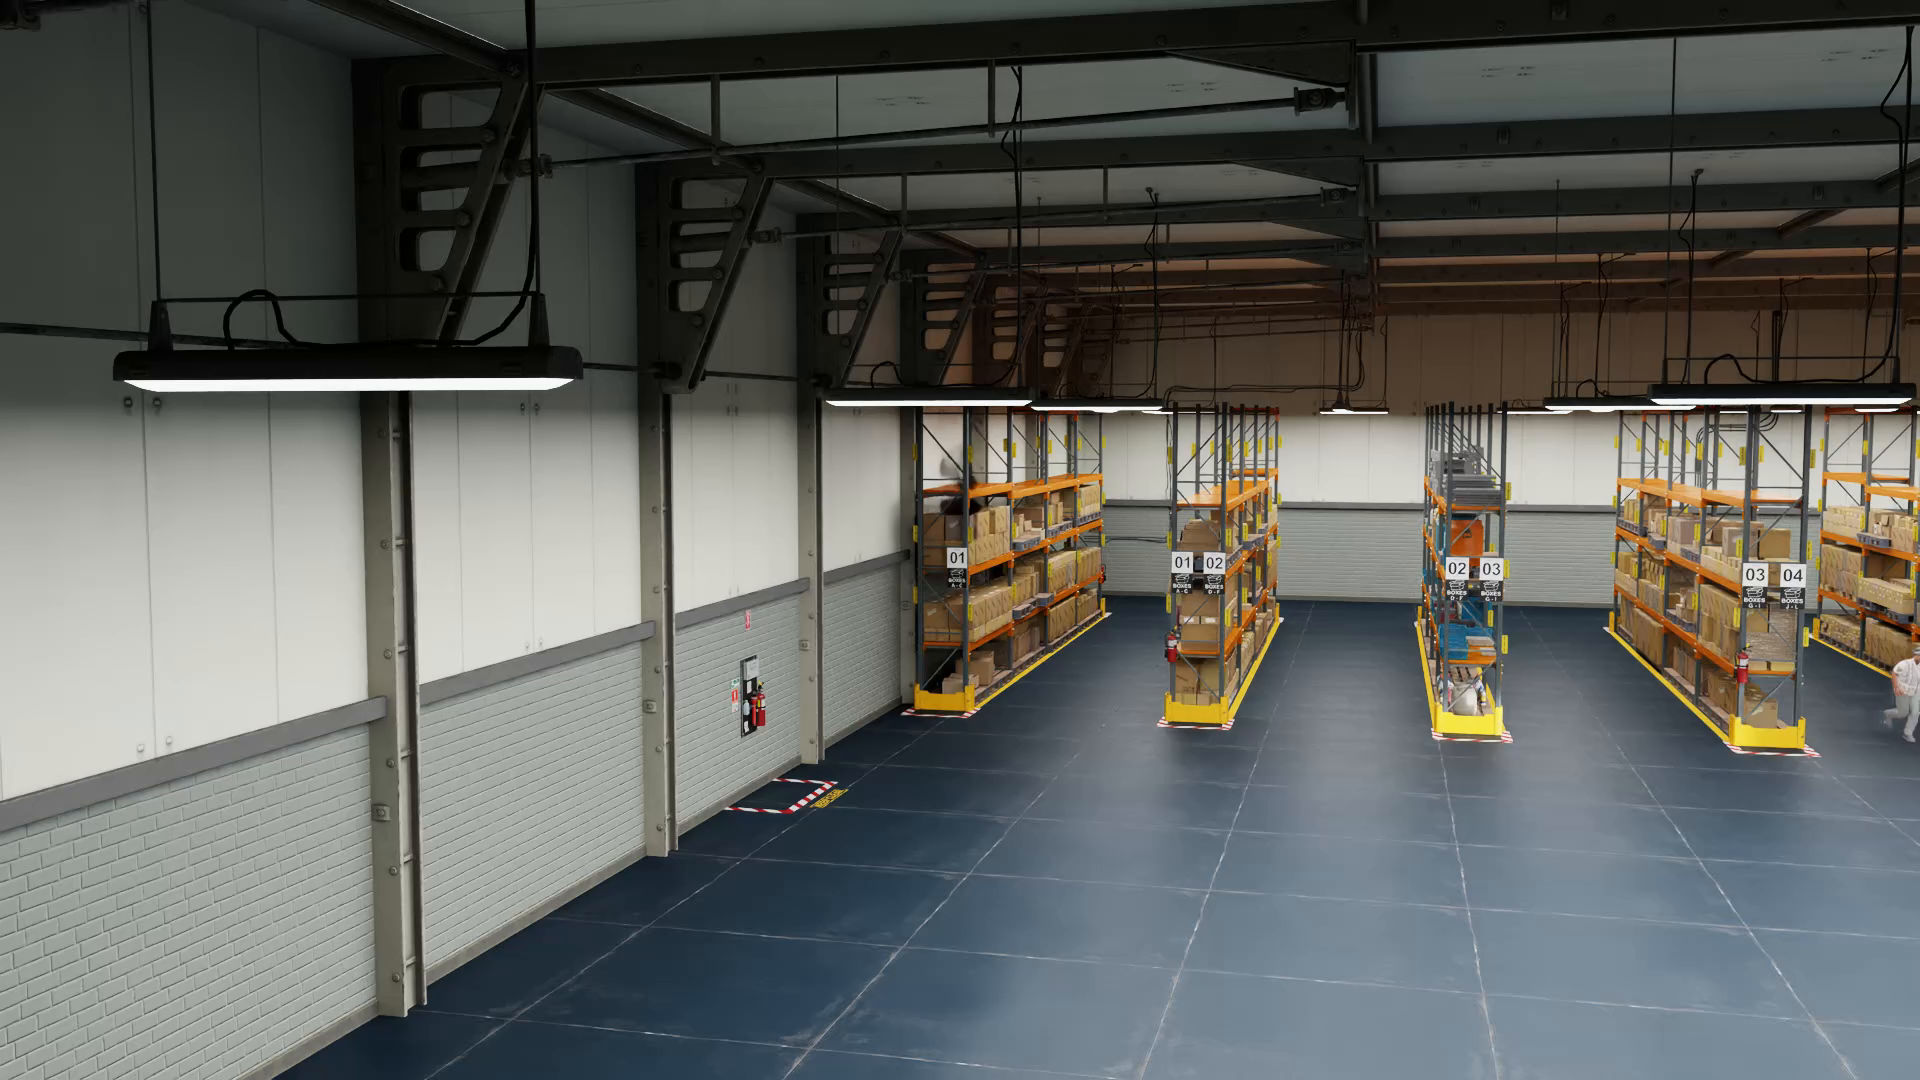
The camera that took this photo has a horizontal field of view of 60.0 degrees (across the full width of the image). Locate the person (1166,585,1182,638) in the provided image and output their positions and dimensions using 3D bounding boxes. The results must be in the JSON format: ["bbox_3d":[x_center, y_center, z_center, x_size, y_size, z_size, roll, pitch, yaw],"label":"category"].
[{"bbox_3d":[5.663,1.704,43.338,0.579,1.632,0.694,1,4,10],"label":"person"}]

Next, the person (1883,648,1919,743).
[{"bbox_3d":[16.840,2.719,29.611,0.664,1.721,0.890,-1,4,-12],"label":"person"}]
